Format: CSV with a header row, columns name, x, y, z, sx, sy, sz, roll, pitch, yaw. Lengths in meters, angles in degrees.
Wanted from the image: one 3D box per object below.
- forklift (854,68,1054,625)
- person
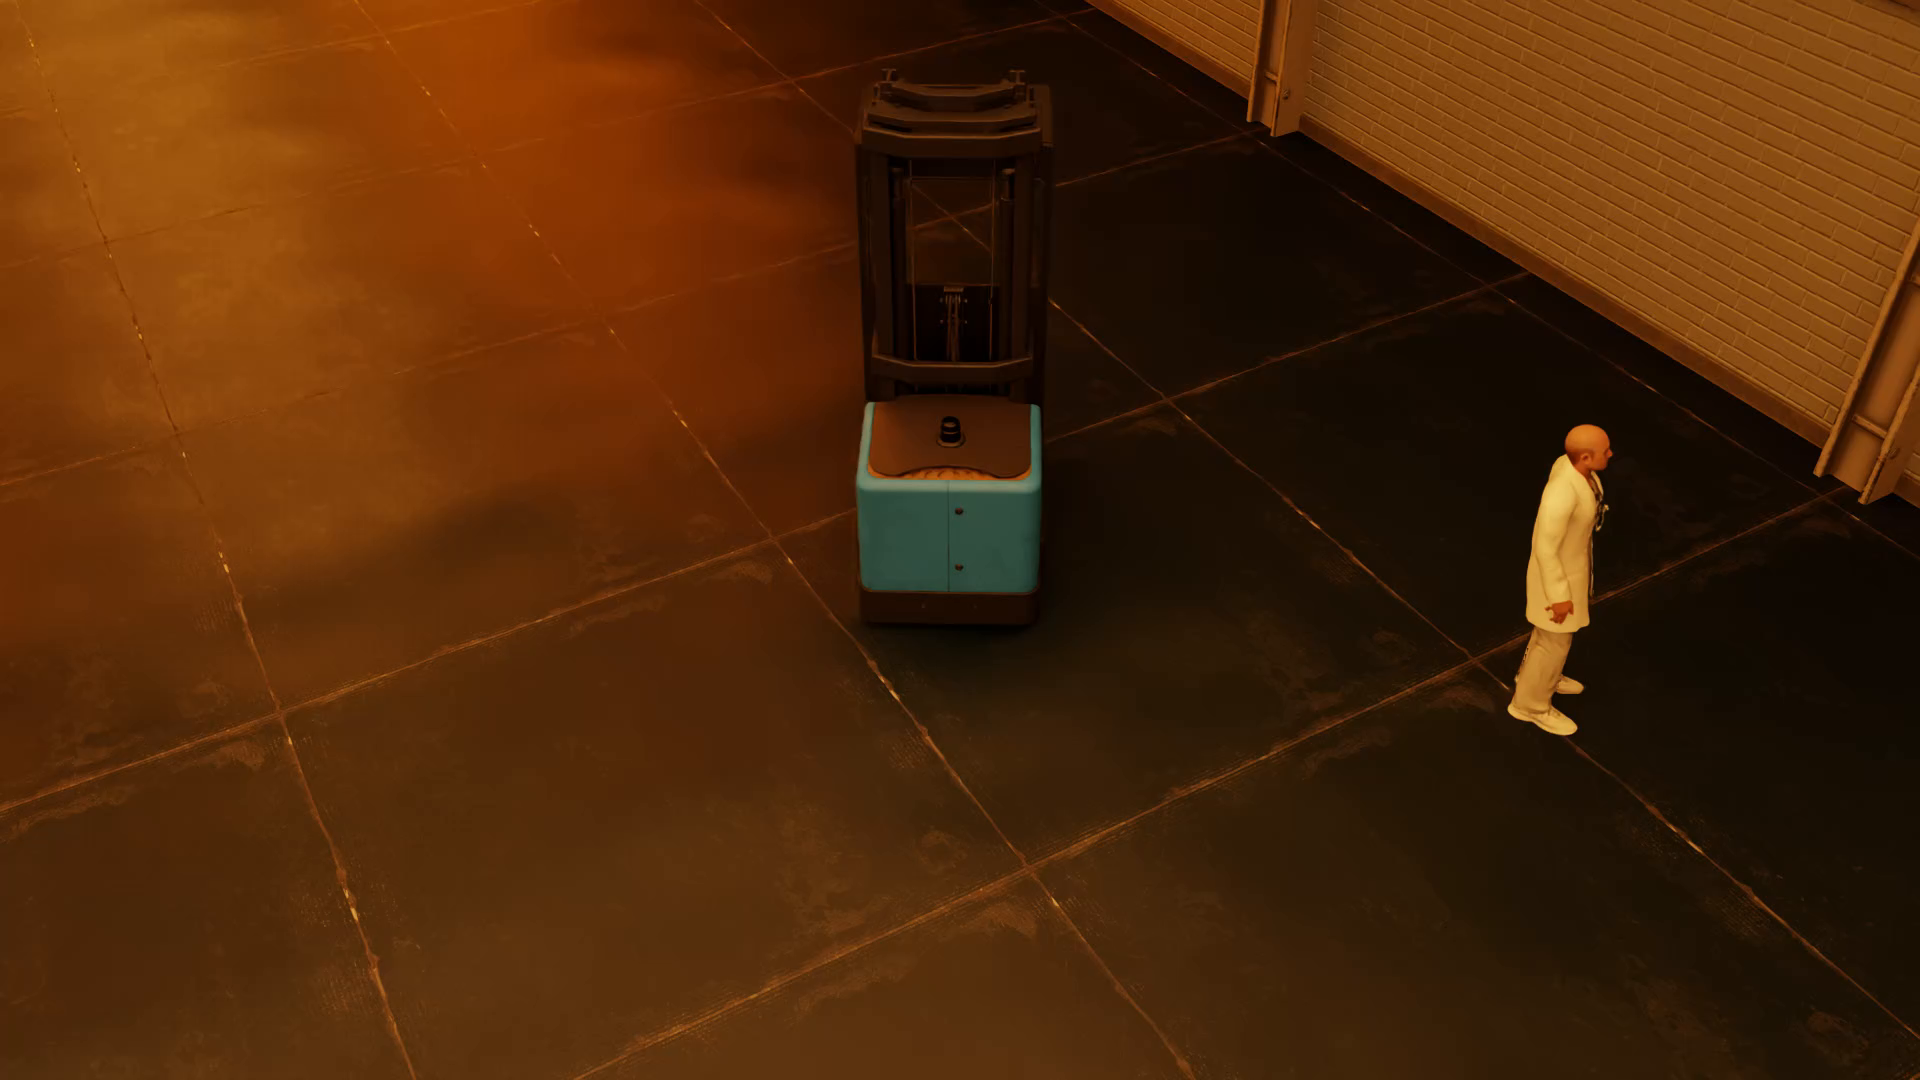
name,x,y,z,sx,sy,sz,roll,pitch,yaw
forklift,-0.026,-1.551,9.906,1.130,2.935,3.031,1,40,1
person,3.212,0.188,8.721,0.507,1.791,0.684,16,42,19
